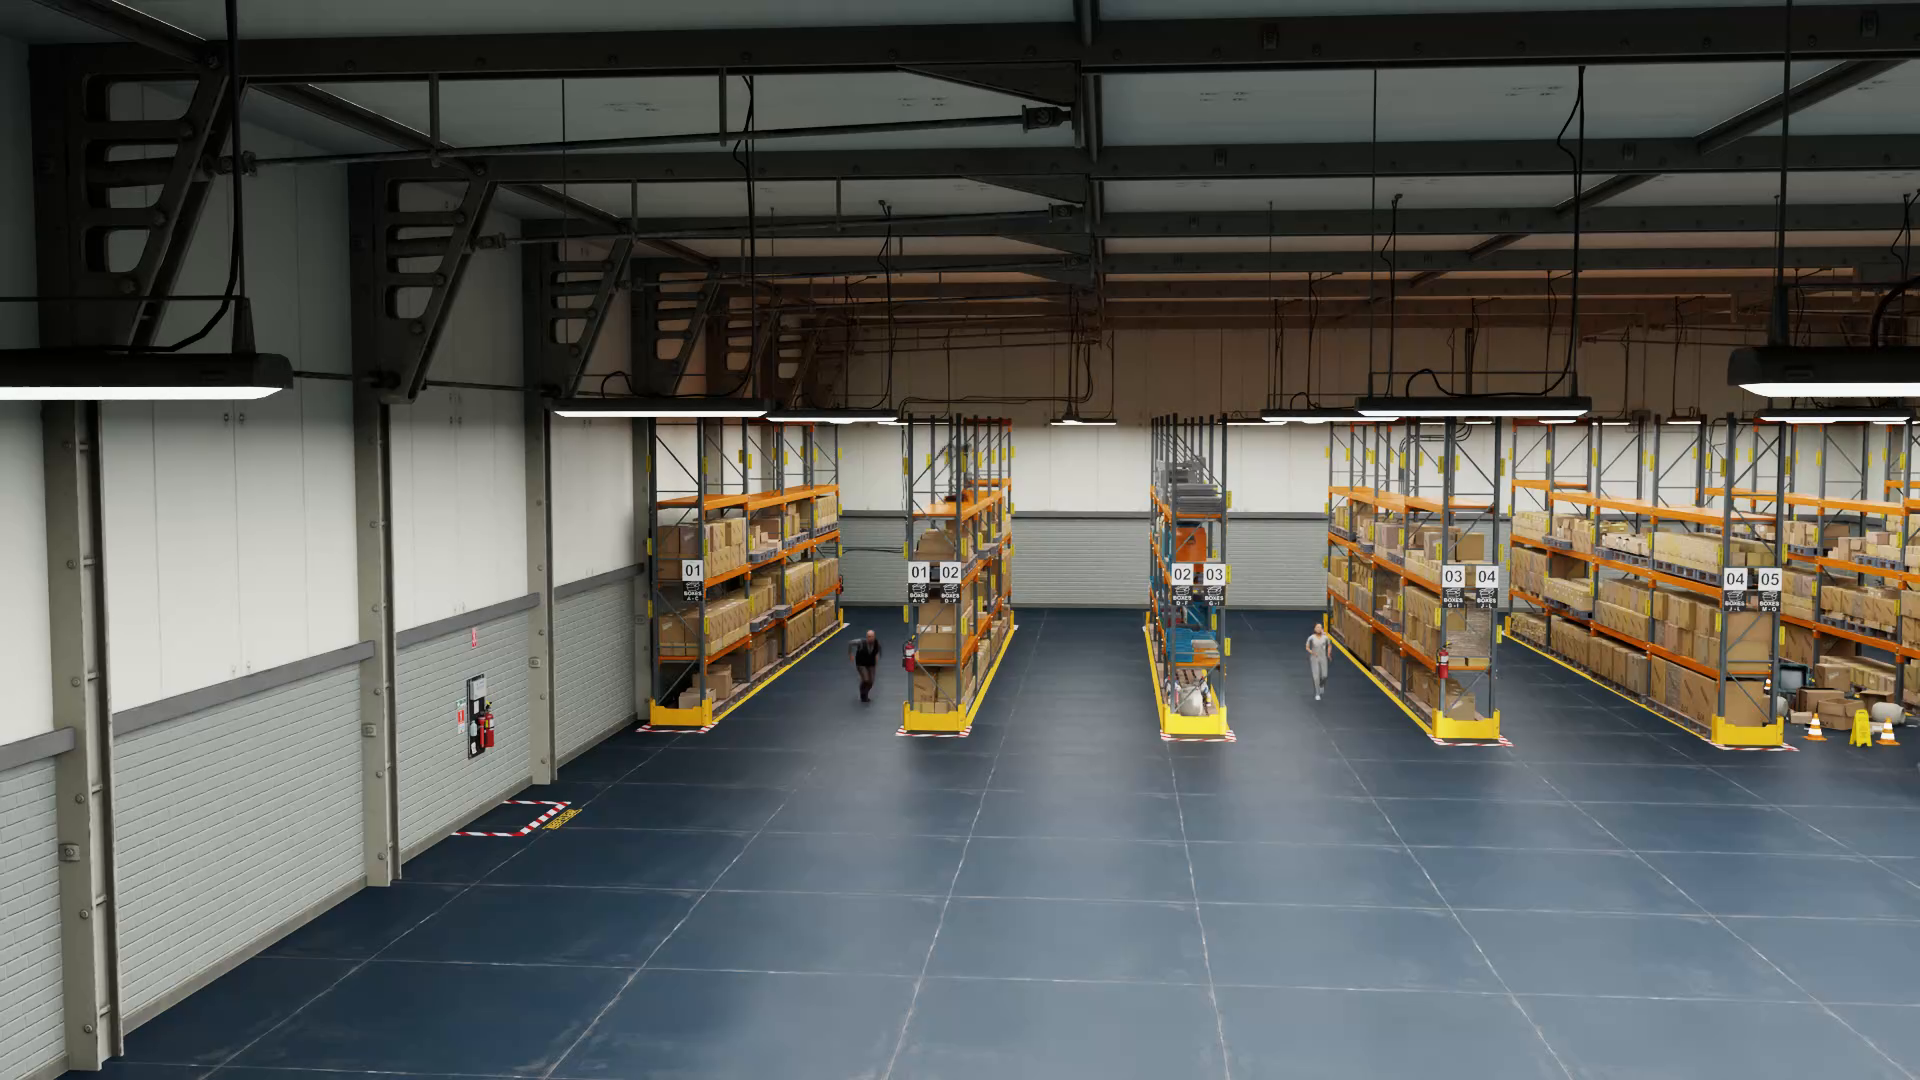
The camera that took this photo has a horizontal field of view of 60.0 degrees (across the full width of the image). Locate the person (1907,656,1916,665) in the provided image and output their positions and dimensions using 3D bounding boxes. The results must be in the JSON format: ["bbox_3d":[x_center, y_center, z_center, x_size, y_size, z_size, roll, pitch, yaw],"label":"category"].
[{"bbox_3d":[21.625,2.420,37.562,0.644,1.605,0.648,0,4,3],"label":"person"}]

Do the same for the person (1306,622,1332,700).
[{"bbox_3d":[7.570,2.569,35.039,0.559,1.599,0.556,0,4,4],"label":"person"}]

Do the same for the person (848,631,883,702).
[{"bbox_3d":[-1.960,2.618,34.453,0.688,1.550,0.917,-1,4,-21],"label":"person"}]
